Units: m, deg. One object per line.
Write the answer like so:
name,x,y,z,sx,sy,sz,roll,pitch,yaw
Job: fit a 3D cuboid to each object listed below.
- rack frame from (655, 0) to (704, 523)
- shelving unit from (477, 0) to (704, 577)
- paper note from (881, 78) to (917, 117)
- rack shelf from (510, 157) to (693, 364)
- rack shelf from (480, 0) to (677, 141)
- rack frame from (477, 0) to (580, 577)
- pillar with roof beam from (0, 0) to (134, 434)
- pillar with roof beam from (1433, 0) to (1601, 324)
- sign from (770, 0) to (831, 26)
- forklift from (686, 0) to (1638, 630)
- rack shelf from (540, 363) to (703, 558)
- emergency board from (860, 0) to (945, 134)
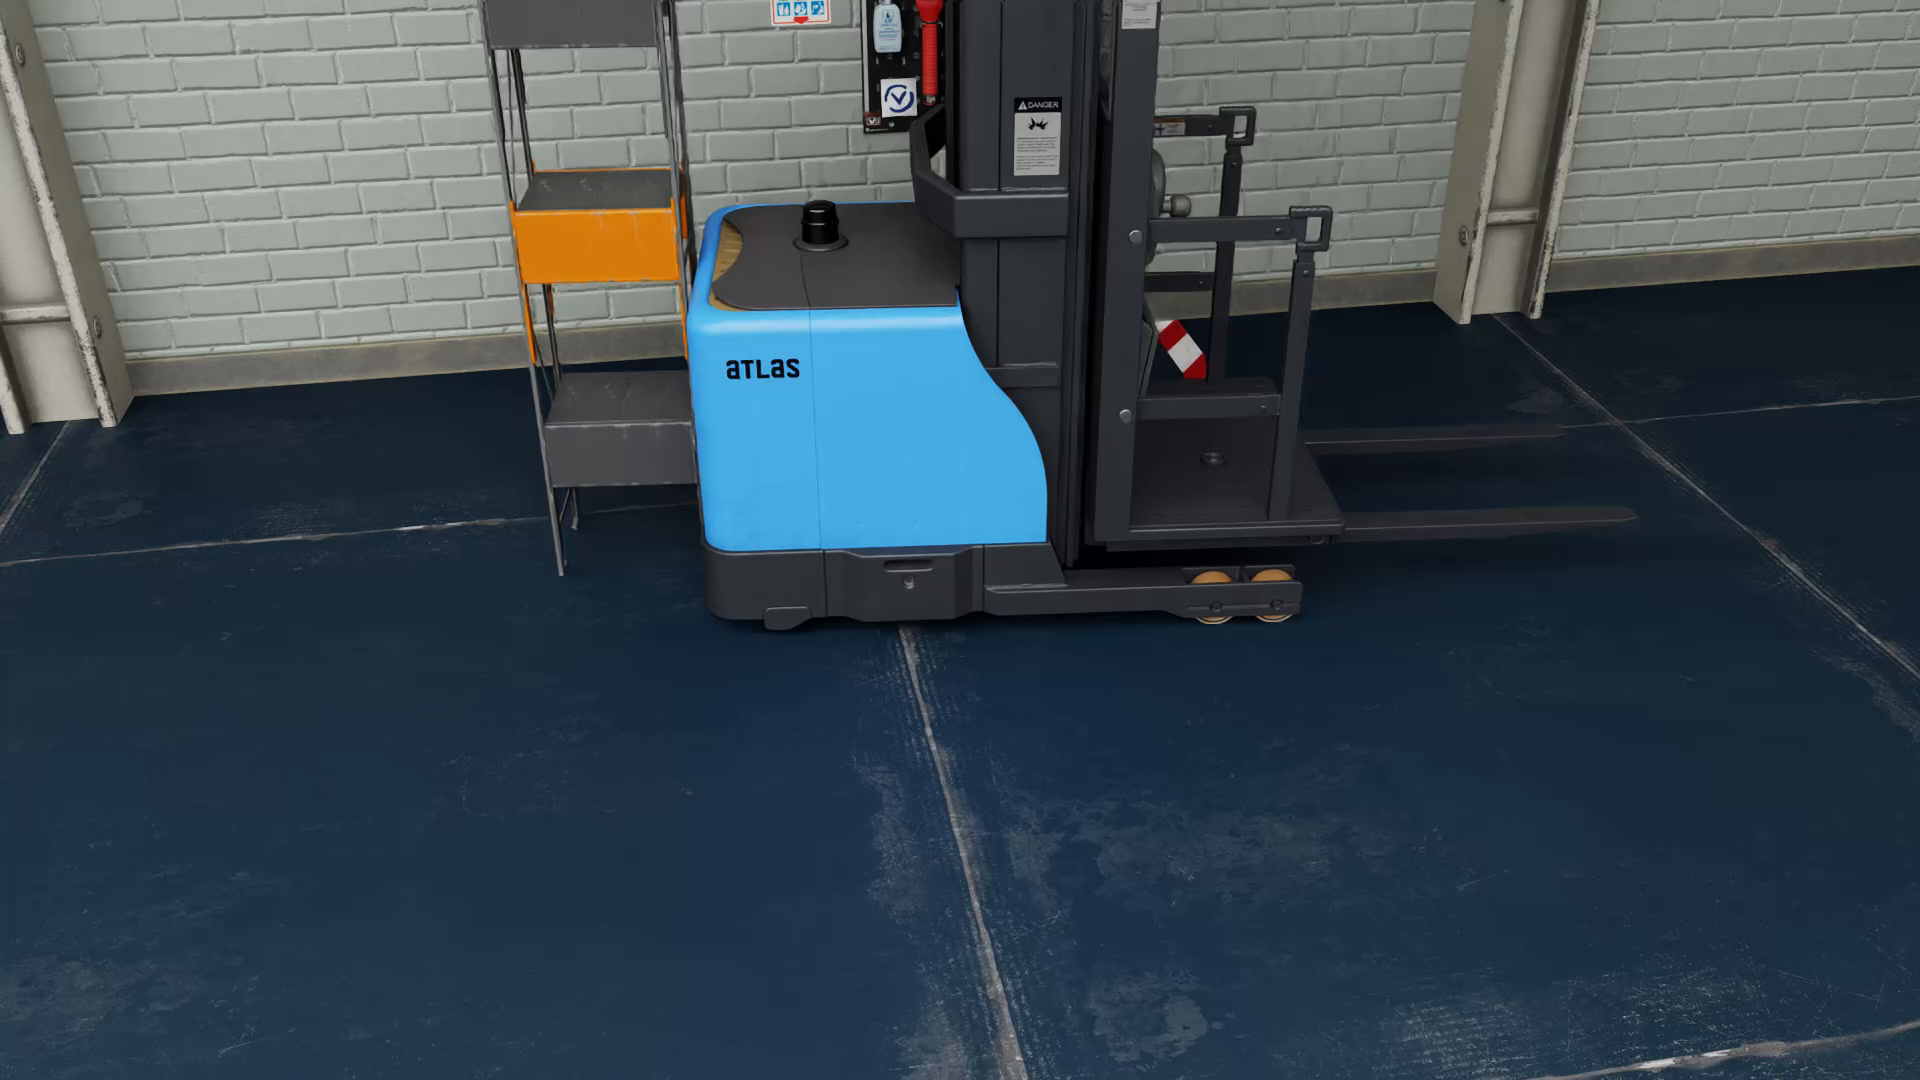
rack frame,-0.853,-0.899,5.208,0.015,2.100,0.400,-2,31,-3
shelving unit,-1.097,-0.891,5.194,0.503,2.100,0.431,-2,31,-3
paper note,-0.245,-1.778,6.683,0.142,0.148,0.016,-5,31,-9
rack shelf,-1.097,-0.880,5.201,0.480,0.518,0.431,-2,31,-3
rack shelf,-1.097,-1.483,4.846,0.480,0.518,0.431,-2,31,-3
rack frame,-1.340,-0.883,5.181,0.015,2.100,0.400,-2,31,-3
pillar with roof beam,-2.747,-2.238,0.678,0.400,9.000,9.100,-5,31,-9
pillar with roof beam,3.155,-2.786,1.609,0.400,9.000,9.100,-5,31,-9
sign,-0.620,-2.156,6.422,0.234,0.329,0.001,-5,31,-9
forklift,0.685,-1.262,5.005,3.031,2.935,1.130,-2,31,-3
rack shelf,-1.097,-0.276,5.556,0.480,0.518,0.431,-2,31,-3
emergency board,-0.058,-2.139,6.429,0.643,1.169,0.194,-5,31,-9
